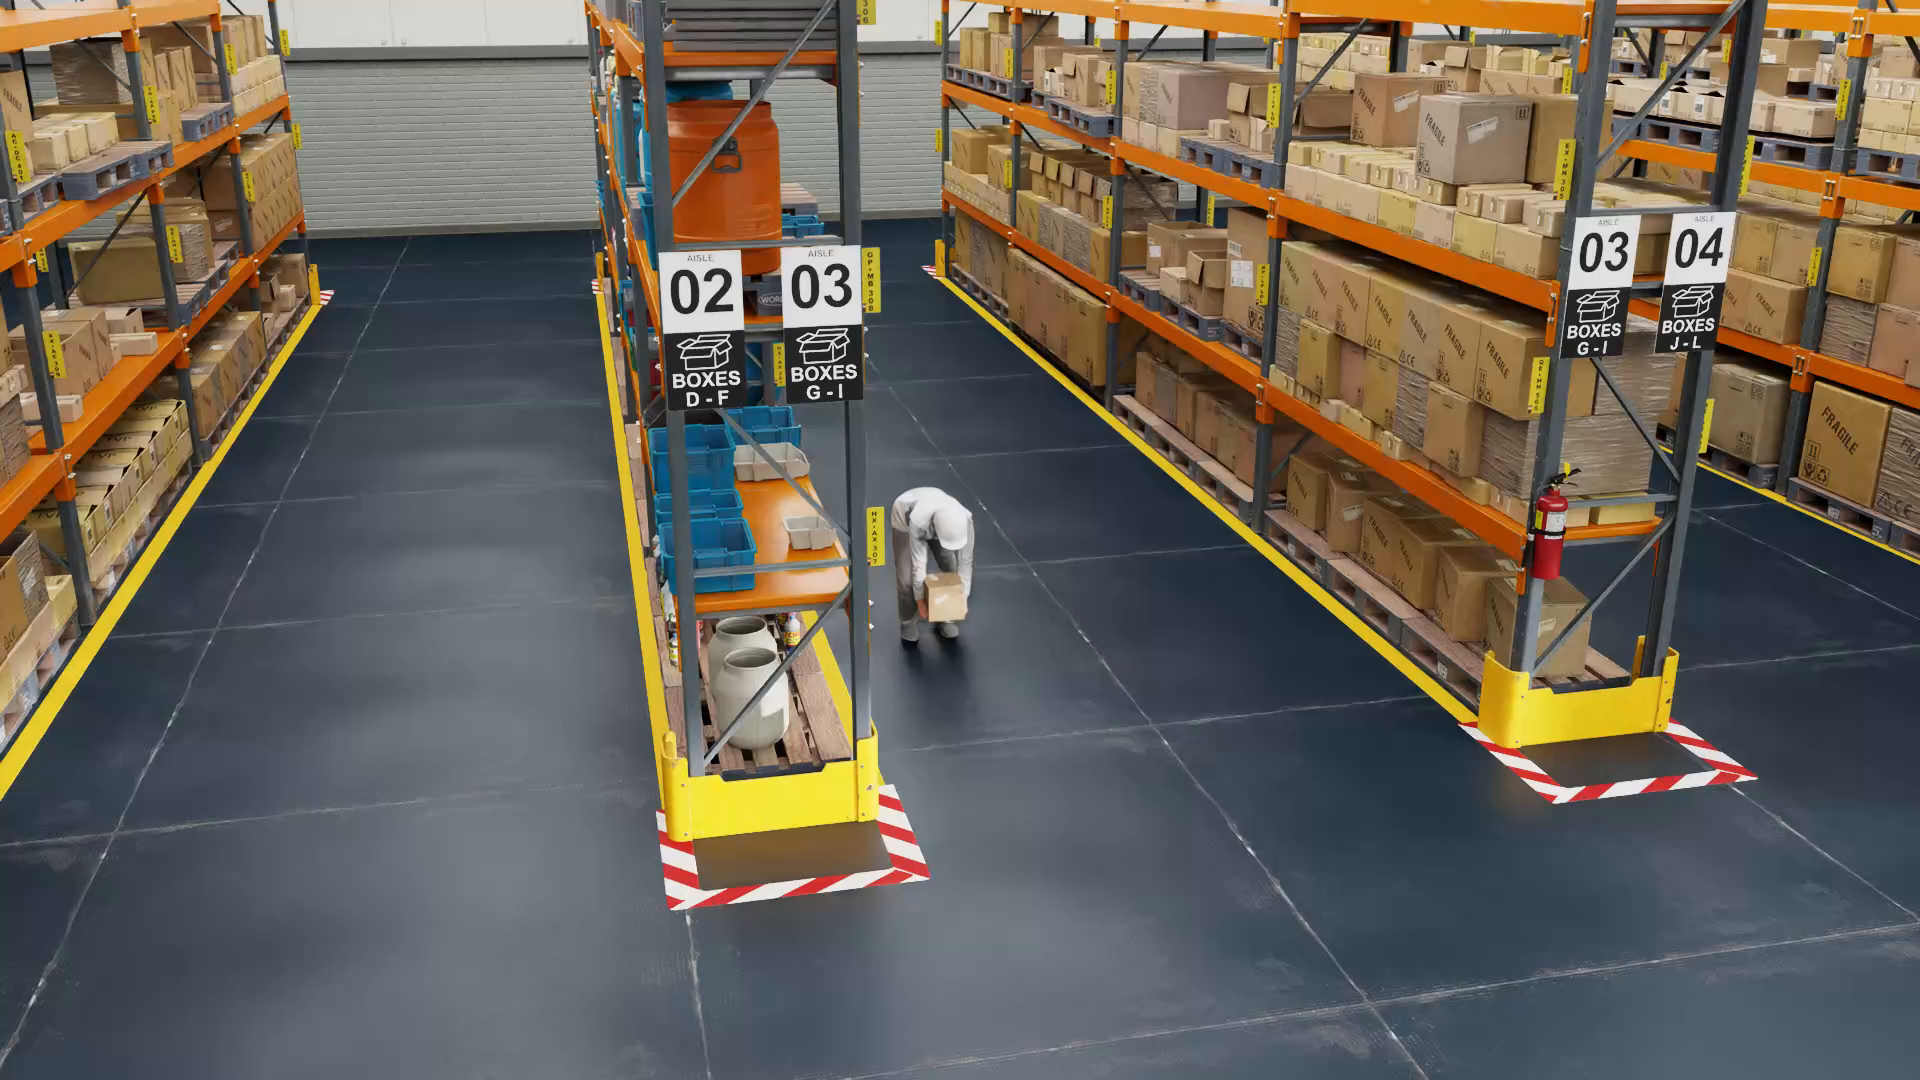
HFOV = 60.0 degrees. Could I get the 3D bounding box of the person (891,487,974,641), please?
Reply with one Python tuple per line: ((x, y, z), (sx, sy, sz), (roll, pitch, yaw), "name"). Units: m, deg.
((-0.169, 0.196, 11.439), (0.496, 1.132, 0.992), (-6, 20, -15), "person")
